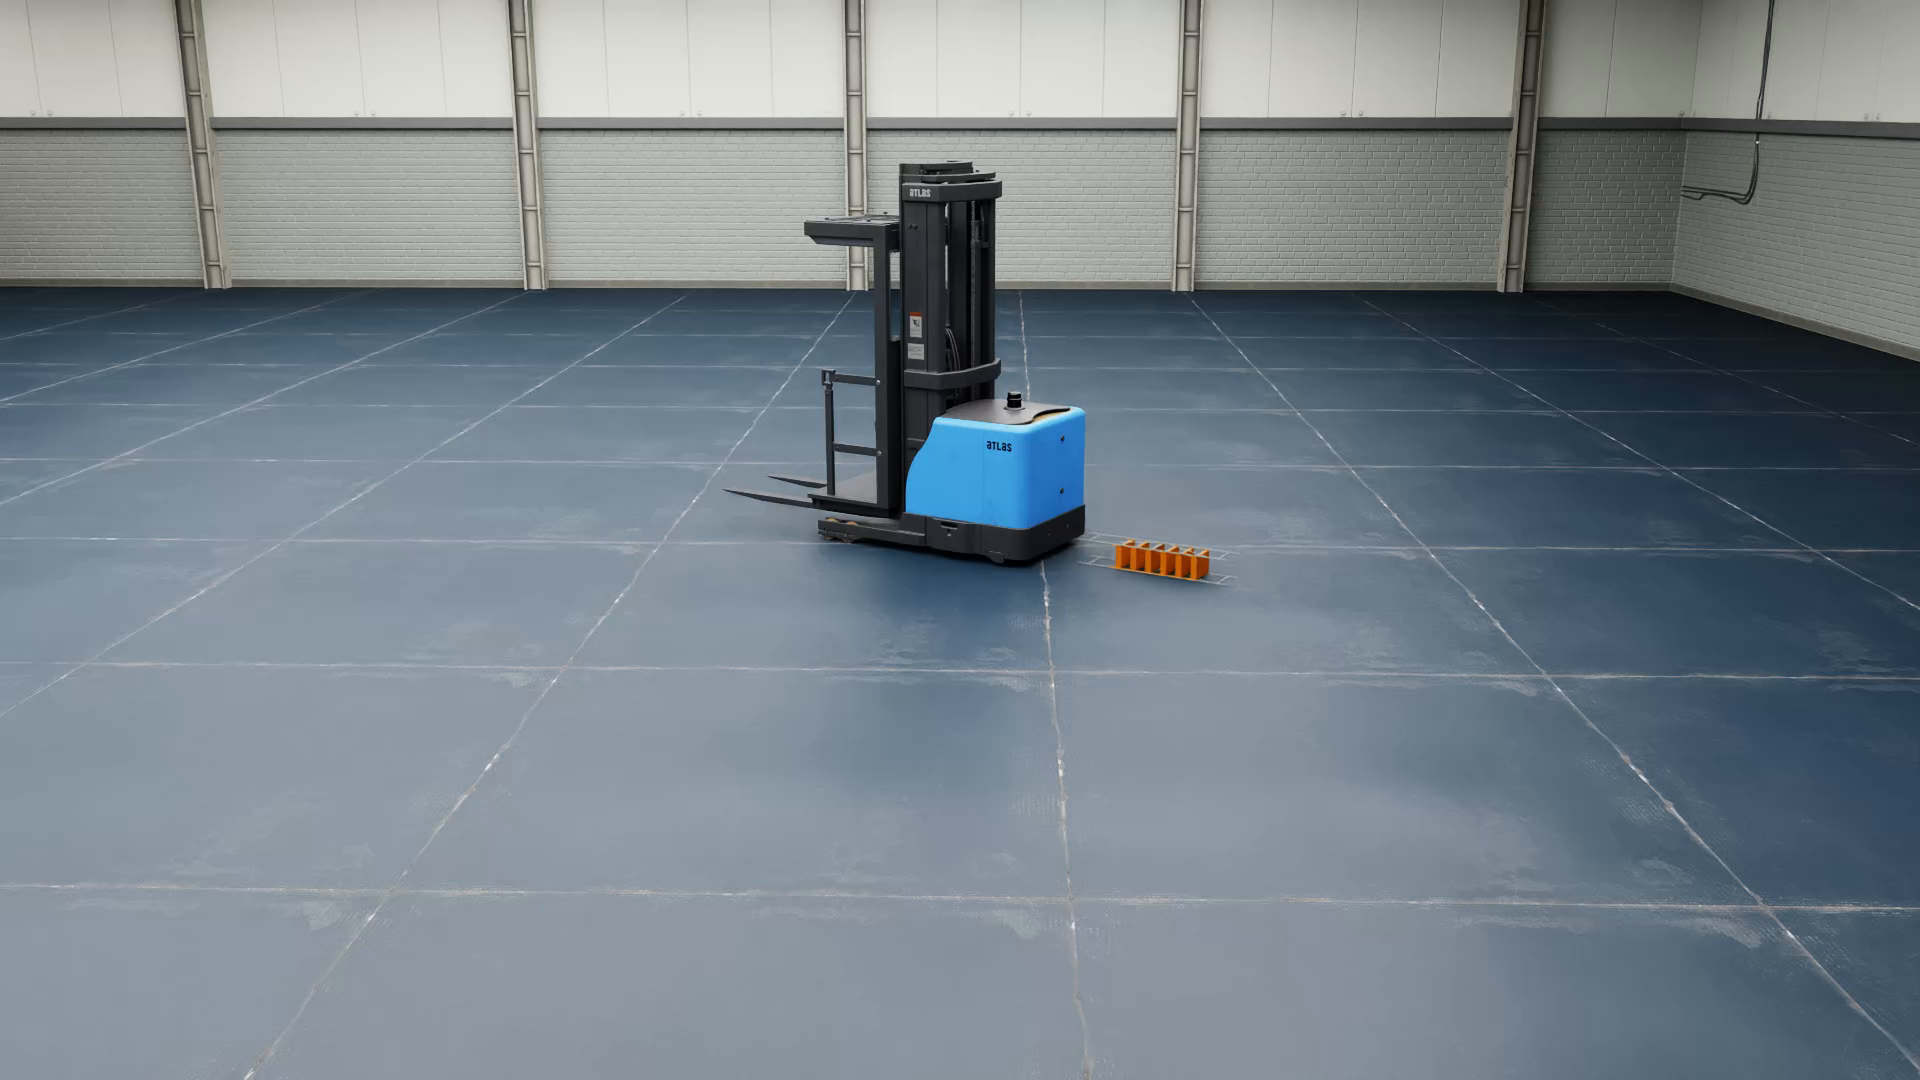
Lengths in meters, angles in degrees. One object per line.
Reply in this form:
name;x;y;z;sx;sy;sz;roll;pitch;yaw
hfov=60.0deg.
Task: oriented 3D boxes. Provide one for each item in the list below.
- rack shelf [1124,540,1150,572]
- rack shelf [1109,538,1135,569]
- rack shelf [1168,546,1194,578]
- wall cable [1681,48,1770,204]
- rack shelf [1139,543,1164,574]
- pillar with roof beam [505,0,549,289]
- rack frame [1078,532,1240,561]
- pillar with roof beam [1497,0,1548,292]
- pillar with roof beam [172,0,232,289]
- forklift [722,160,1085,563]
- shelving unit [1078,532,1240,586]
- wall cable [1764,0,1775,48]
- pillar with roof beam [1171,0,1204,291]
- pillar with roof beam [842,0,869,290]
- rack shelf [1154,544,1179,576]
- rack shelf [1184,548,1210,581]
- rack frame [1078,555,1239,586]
rack shelf;1.324;0.114;12.422;0.103;0.180;0.258;8;17;29
rack shelf;1.221;0.099;12.481;0.103;0.180;0.258;8;17;29
rack shelf;1.635;0.161;12.246;0.103;0.180;0.258;8;17;29
wall cable;13.015;-7.066;28.462;0.112;2.526;3.097;0;15;1
rack shelf;1.428;0.130;12.364;0.103;0.180;0.258;8;17;29
pillar with roof beam;-8.000;-7.943;25.701;0.400;9.000;9.100;0;15;1
rack frame;1.466;0.047;12.318;1.200;0.006;0.240;8;17;29
pillar with roof beam;9.994;-7.826;25.256;0.400;9.000;9.100;0;15;1
pillar with roof beam;-13.998;-7.982;25.849;0.400;9.000;9.100;0;15;1
forklift;-0.538;-1.501;13.179;3.031;2.935;1.130;9;17;30
shelving unit;1.466;0.135;12.342;1.200;0.189;0.258;8;17;29
wall cable;12.946;-8.818;25.203;0.112;2.526;3.097;0;15;1
pillar with roof beam;3.996;-7.865;25.404;0.400;9.000;9.100;0;15;1
pillar with roof beam;-2.002;-7.904;25.552;0.400;9.000;9.100;0;15;1
rack shelf;1.531;0.145;12.305;0.103;0.180;0.258;8;17;29
rack shelf;1.738;0.176;12.188;0.103;0.180;0.258;8;17;29
rack frame;1.466;0.224;12.365;1.200;0.006;0.240;8;17;29
